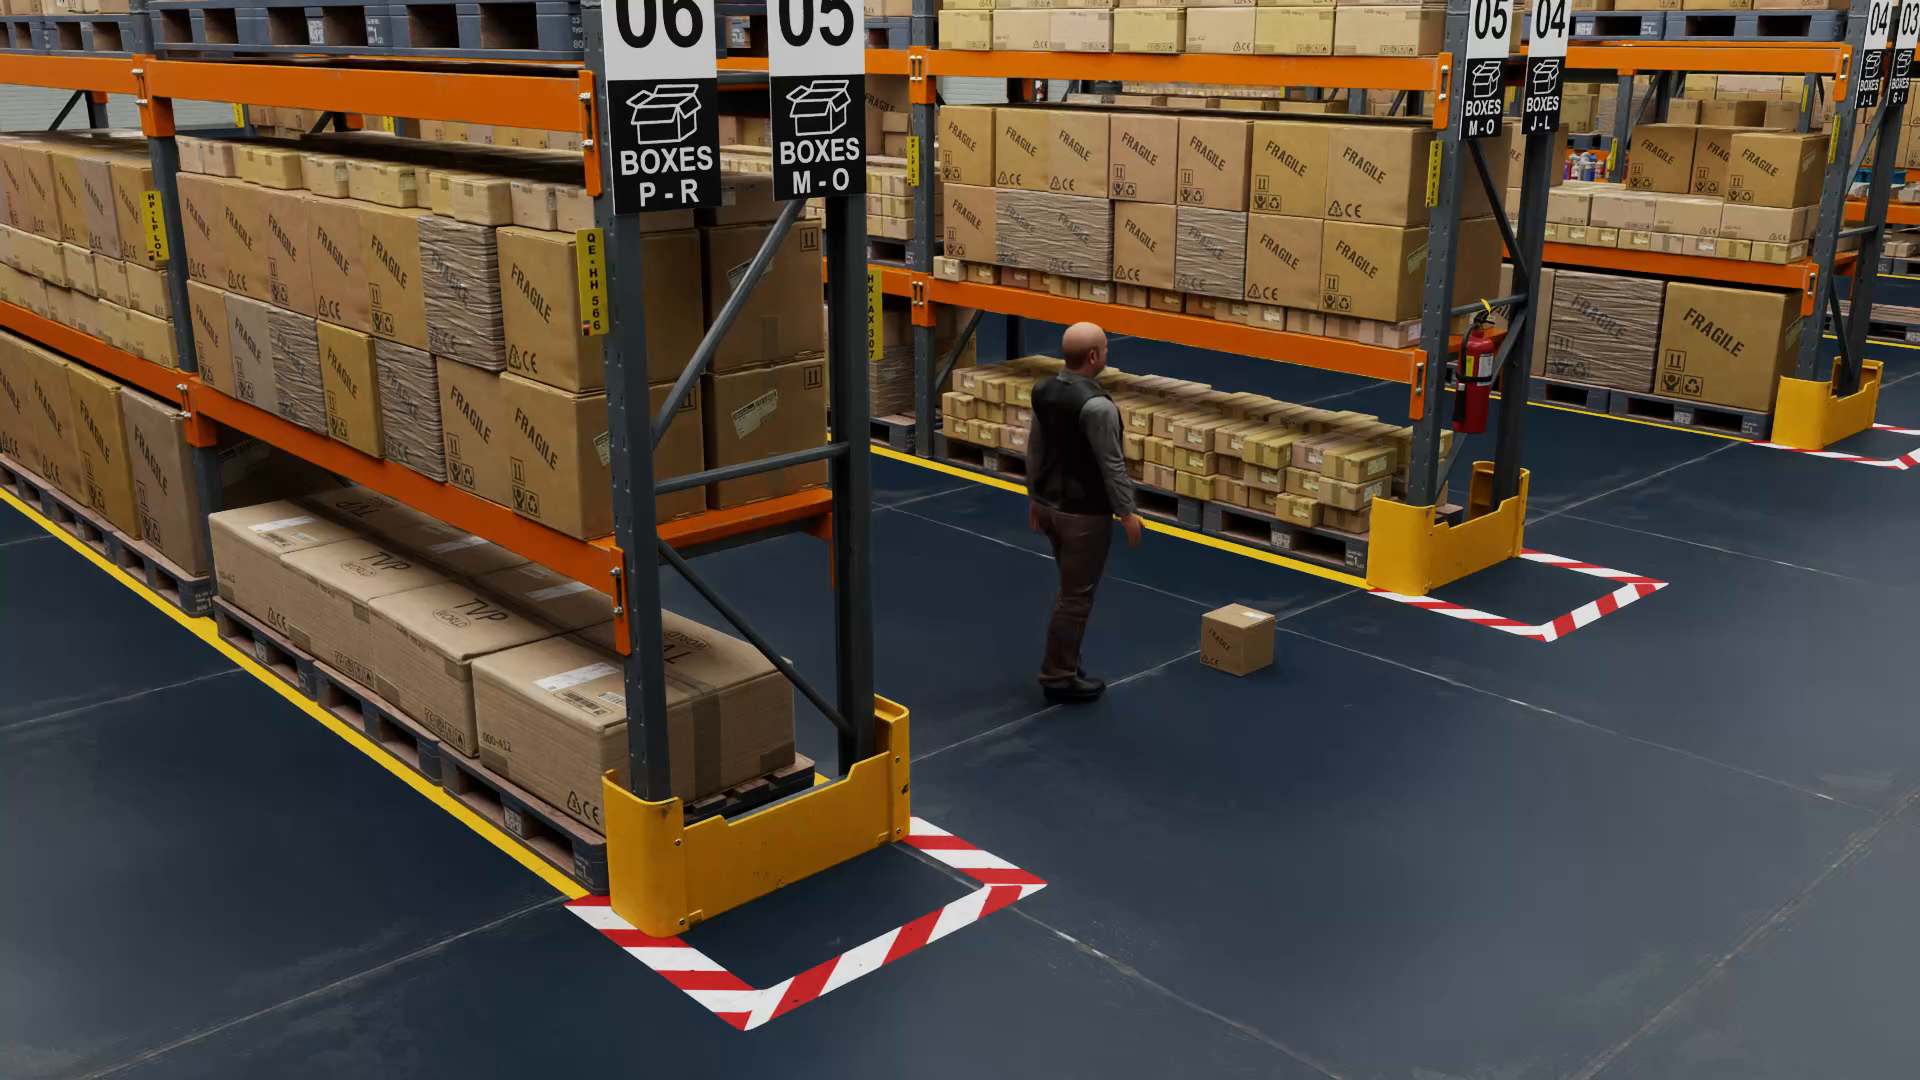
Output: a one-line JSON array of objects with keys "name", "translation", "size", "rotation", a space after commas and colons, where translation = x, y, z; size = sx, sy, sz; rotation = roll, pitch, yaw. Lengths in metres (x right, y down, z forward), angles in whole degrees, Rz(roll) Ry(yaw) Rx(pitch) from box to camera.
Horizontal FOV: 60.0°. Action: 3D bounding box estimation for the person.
[{"name": "person", "translation": [0.537, -0.088, 7.432], "size": [0.416, 1.787, 0.558], "rotation": [-9, 19, -27]}]
